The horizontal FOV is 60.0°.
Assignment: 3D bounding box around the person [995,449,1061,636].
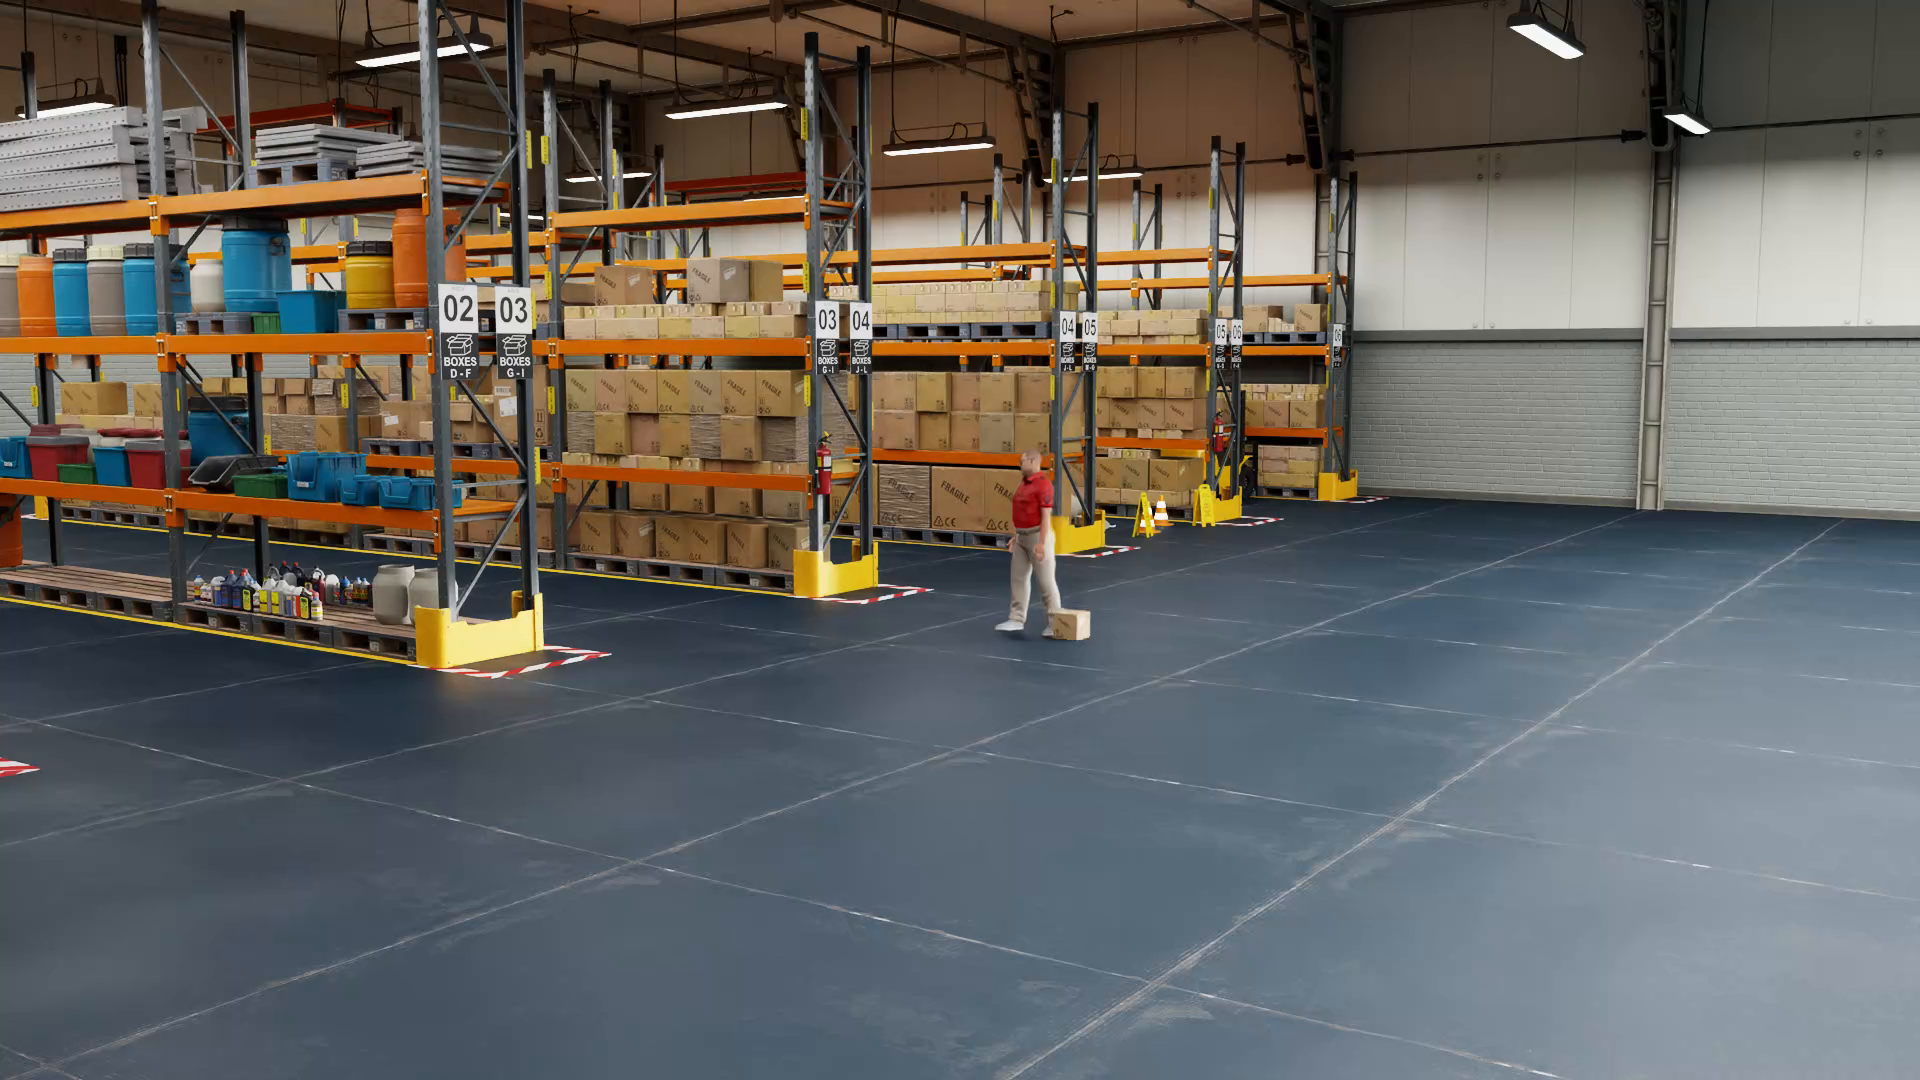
[{"bbox_3d":[0.634,0.016,15.497,0.575,1.725,0.623,-3,7,-28],"label":"person"}]
